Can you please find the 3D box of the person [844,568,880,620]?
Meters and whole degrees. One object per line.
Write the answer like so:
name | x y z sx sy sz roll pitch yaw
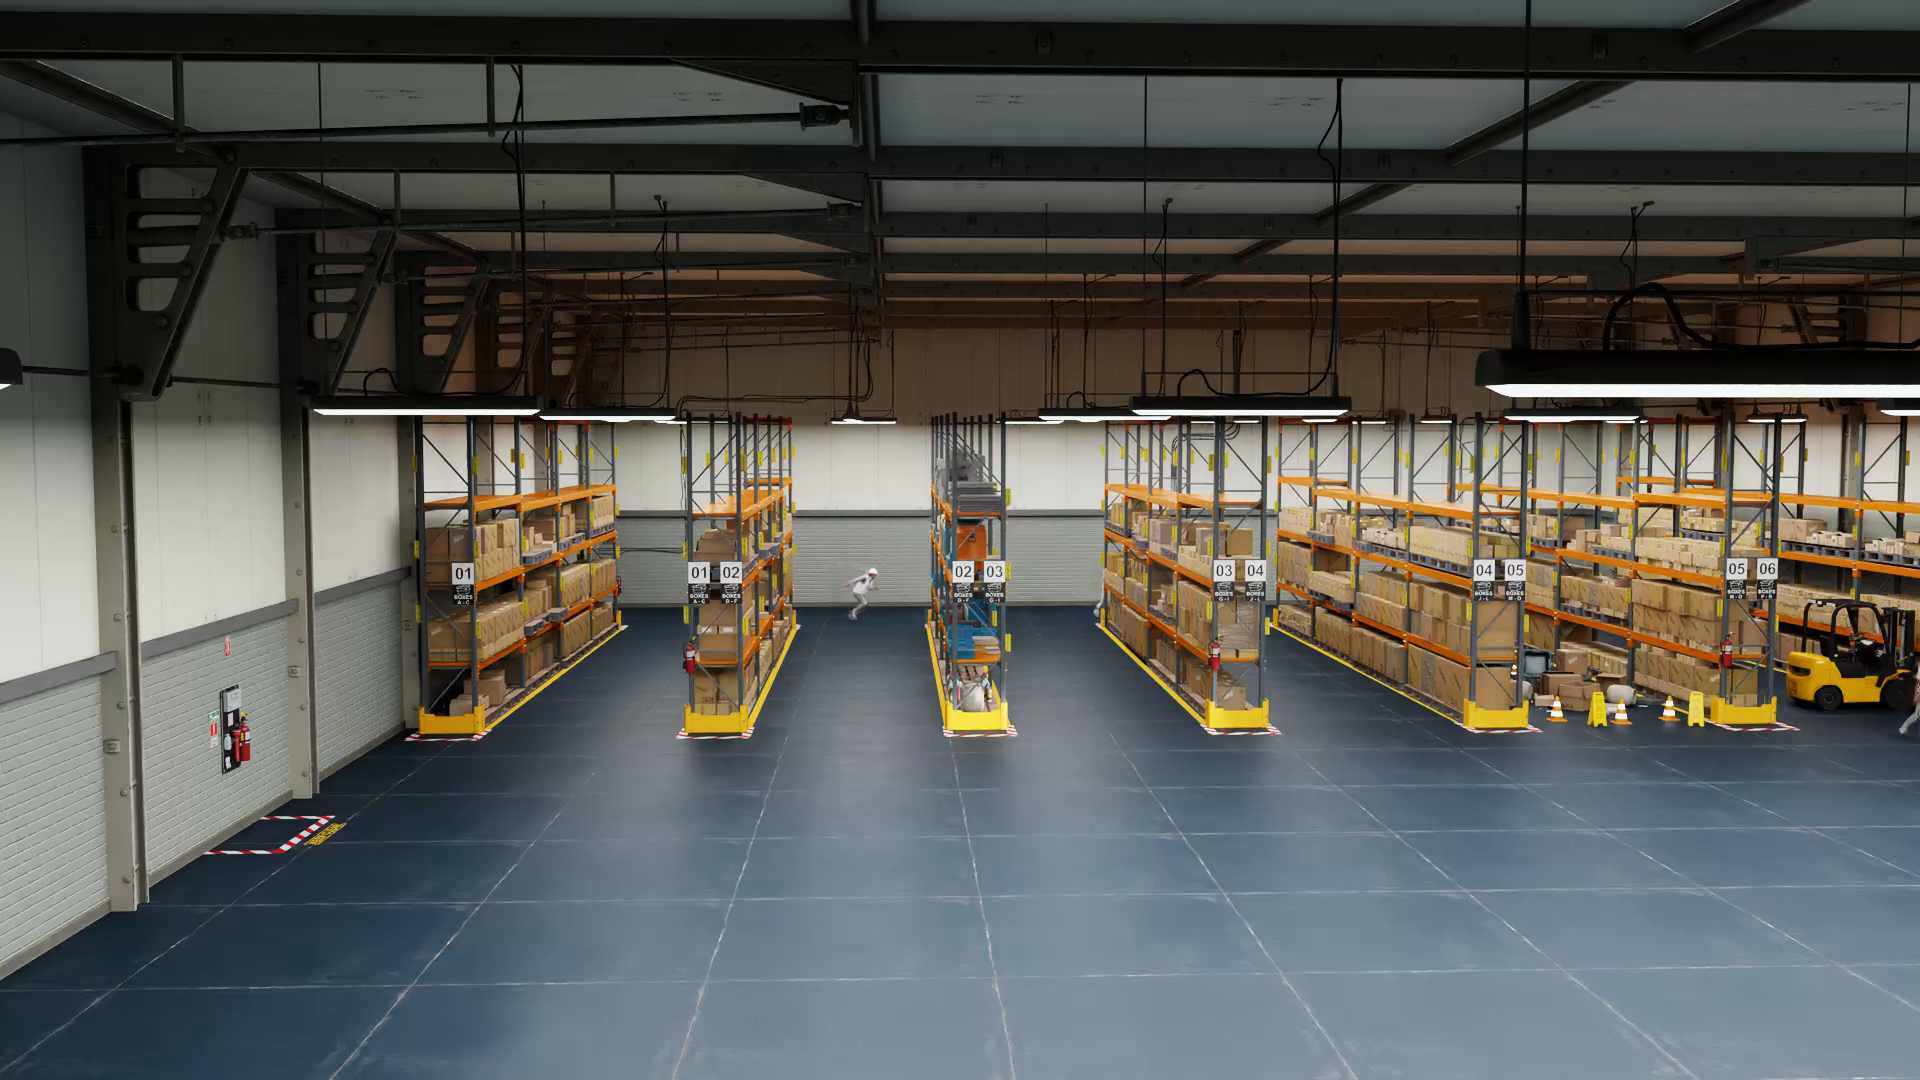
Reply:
person | -2.854 1.601 49.165 0.983 1.538 0.672 2 4 22

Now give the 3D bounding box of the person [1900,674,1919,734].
person | 17.689 2.838 30.464 0.672 1.617 0.628 0 4 0

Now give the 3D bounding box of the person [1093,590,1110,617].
person | 4.426 1.477 49.308 0.921 1.832 0.684 3 5 39
